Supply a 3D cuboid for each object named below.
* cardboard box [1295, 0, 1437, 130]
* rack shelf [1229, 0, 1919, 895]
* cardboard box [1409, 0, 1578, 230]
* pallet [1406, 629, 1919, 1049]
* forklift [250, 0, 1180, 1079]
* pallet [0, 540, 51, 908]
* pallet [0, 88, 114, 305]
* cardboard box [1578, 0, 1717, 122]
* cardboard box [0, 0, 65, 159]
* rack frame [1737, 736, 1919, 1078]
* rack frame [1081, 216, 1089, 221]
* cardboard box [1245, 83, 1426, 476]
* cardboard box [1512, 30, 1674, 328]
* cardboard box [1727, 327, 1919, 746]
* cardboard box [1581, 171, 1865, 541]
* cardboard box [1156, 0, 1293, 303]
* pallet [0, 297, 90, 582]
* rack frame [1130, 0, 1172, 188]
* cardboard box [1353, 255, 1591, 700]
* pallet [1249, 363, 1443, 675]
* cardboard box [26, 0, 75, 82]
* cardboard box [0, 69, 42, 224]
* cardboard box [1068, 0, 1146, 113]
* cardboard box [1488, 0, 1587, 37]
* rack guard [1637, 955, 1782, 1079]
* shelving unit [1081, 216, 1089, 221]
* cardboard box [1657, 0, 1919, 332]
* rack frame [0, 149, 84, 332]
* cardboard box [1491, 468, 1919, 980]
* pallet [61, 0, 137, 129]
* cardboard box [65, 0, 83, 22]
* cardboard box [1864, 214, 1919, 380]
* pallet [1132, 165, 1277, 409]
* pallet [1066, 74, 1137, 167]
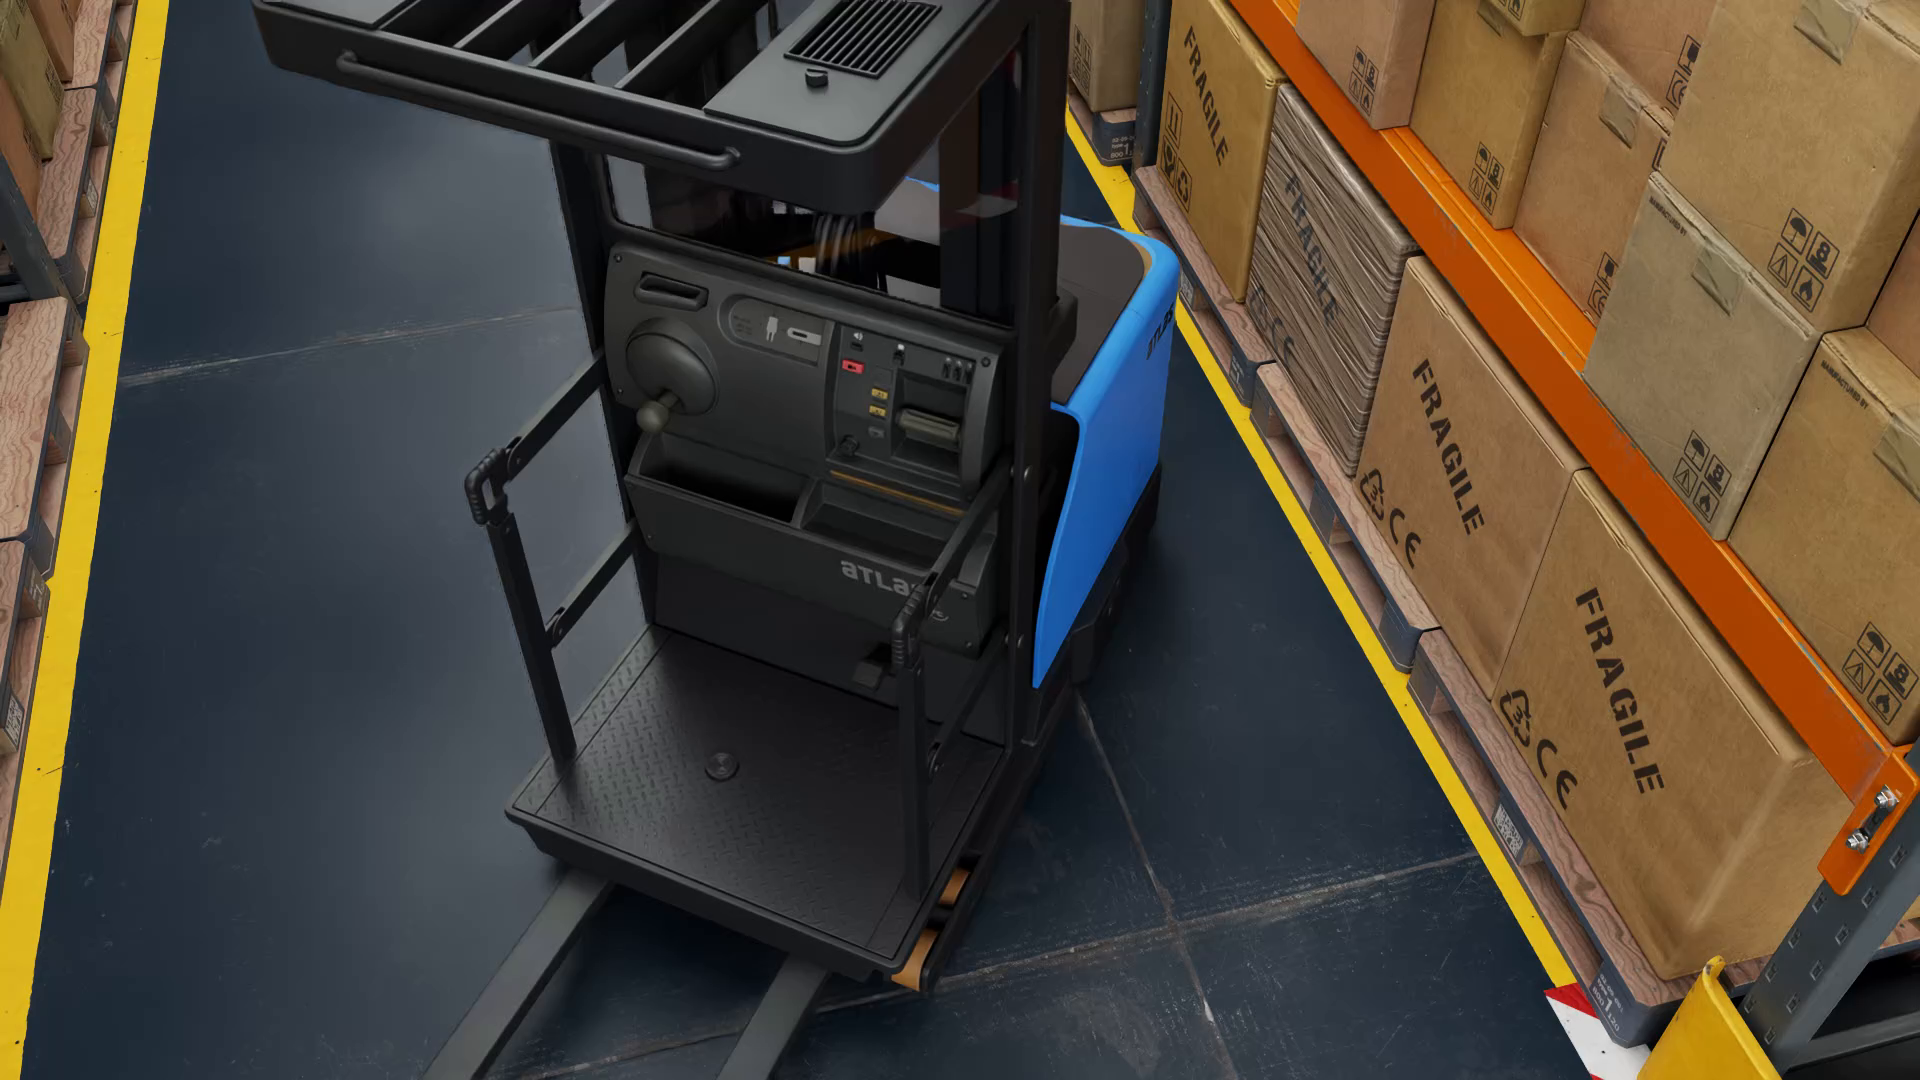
[{"bbox_3d":[1.473,-1.570,4.583,0.875,0.550,0.550,-11,47,-10],"label":"cardboard box"},{"bbox_3d":[1.692,-0.907,4.542,1.077,0.370,4.000,-11,47,-10],"label":"rack shelf"},{"bbox_3d":[1.706,-1.222,4.242,0.875,0.550,0.500,-11,47,-10],"label":"cardboard box"},{"bbox_3d":[1.924,0.660,4.455,1.003,0.211,1.213,-11,47,-10],"label":"pallet"},{"bbox_3d":[-0.444,-0.264,3.456,1.130,2.935,3.031,18,48,17],"label":"forklift"},{"bbox_3d":[-3.119,0.575,4.539,1.003,0.211,1.213,-11,47,-10],"label":"pallet"},{"bbox_3d":[-3.841,-1.264,6.341,1.003,0.211,1.213,-11,47,-10],"label":"pallet"},{"bbox_3d":[1.904,-1.246,3.510,0.875,0.550,0.550,-11,47,-10],"label":"cardboard box"},{"bbox_3d":[-3.881,-1.742,6.299,0.700,0.500,0.500,-11,47,-11],"label":"cardboard box"},{"bbox_3d":[2.201,0.223,2.932,0.949,2.616,0.053,-11,47,-10],"label":"rack frame"},{"bbox_3d":[0.271,-0.674,5.281,0.240,0.900,0.006,18,48,17],"label":"rack frame"},{"bbox_3d":[1.508,-0.874,5.200,0.875,0.875,0.875,-10,46,-10],"label":"cardboard box"},{"bbox_3d":[1.881,-0.864,3.891,0.875,0.550,0.550,-11,47,-10],"label":"cardboard box"},{"bbox_3d":[2.065,-0.078,3.122,0.875,0.550,0.550,-11,47,-10],"label":"cardboard box"},{"bbox_3d":[1.903,-0.454,3.490,0.875,0.550,0.550,-11,47,-10],"label":"cardboard box"},{"bbox_3d":[1.273,-1.496,5.809,0.875,0.875,0.875,-10,46,-10],"label":"cardboard box"},{"bbox_3d":[-3.435,-0.269,5.366,1.003,0.211,1.213,-11,47,-10],"label":"pallet"},{"bbox_3d":[1.180,-2.540,5.639,1.000,3.000,0.127,-11,47,-10],"label":"rack frame"},{"bbox_3d":[1.739,-0.244,4.583,0.875,0.875,0.875,-11,47,-11],"label":"cardboard box"},{"bbox_3d":[1.615,-0.180,5.279,1.003,0.211,1.213,-11,47,-10],"label":"pallet"},{"bbox_3d":[-4.025,-2.128,6.678,0.700,0.500,0.500,-14,47,-14],"label":"cardboard box"},{"bbox_3d":[-3.777,-1.409,5.973,0.700,0.500,0.500,-14,47,-13],"label":"cardboard box"},{"bbox_3d":[0.934,-2.311,6.696,1.050,0.750,0.750,-11,47,-11],"label":"cardboard box"},{"bbox_3d":[1.643,-1.588,3.845,0.875,0.550,0.500,-11,47,-10],"label":"cardboard box"},{"bbox_3d":[2.210,1.114,3.809,1.175,0.500,0.348,-11,47,-10],"label":"rack guard"},{"bbox_3d":[0.229,-0.608,5.216,0.258,0.900,0.210,18,48,17],"label":"shelving unit"},{"bbox_3d":[1.916,-0.835,3.107,0.875,0.550,0.550,-11,47,-10],"label":"cardboard box"},{"bbox_3d":[-3.641,-1.703,4.818,1.000,3.000,0.127,-11,47,-10],"label":"rack frame"},{"bbox_3d":[1.966,0.363,3.988,0.875,0.875,0.875,-10,47,-10],"label":"cardboard box"},{"bbox_3d":[-4.157,-2.108,7.168,1.003,0.211,1.213,-11,47,-10],"label":"pallet"},{"bbox_3d":[-4.168,-2.514,7.055,0.700,0.500,0.500,-7,46,-7],"label":"cardboard box"},{"bbox_3d":[2.146,-0.472,2.751,0.875,0.550,0.550,-11,47,-10],"label":"cardboard box"},{"bbox_3d":[1.299,-1.024,6.106,1.003,0.211,1.213,-11,47,-10],"label":"pallet"},{"bbox_3d":[0.909,-2.083,7.143,1.003,0.211,1.213,-11,47,-10],"label":"pallet"}]
